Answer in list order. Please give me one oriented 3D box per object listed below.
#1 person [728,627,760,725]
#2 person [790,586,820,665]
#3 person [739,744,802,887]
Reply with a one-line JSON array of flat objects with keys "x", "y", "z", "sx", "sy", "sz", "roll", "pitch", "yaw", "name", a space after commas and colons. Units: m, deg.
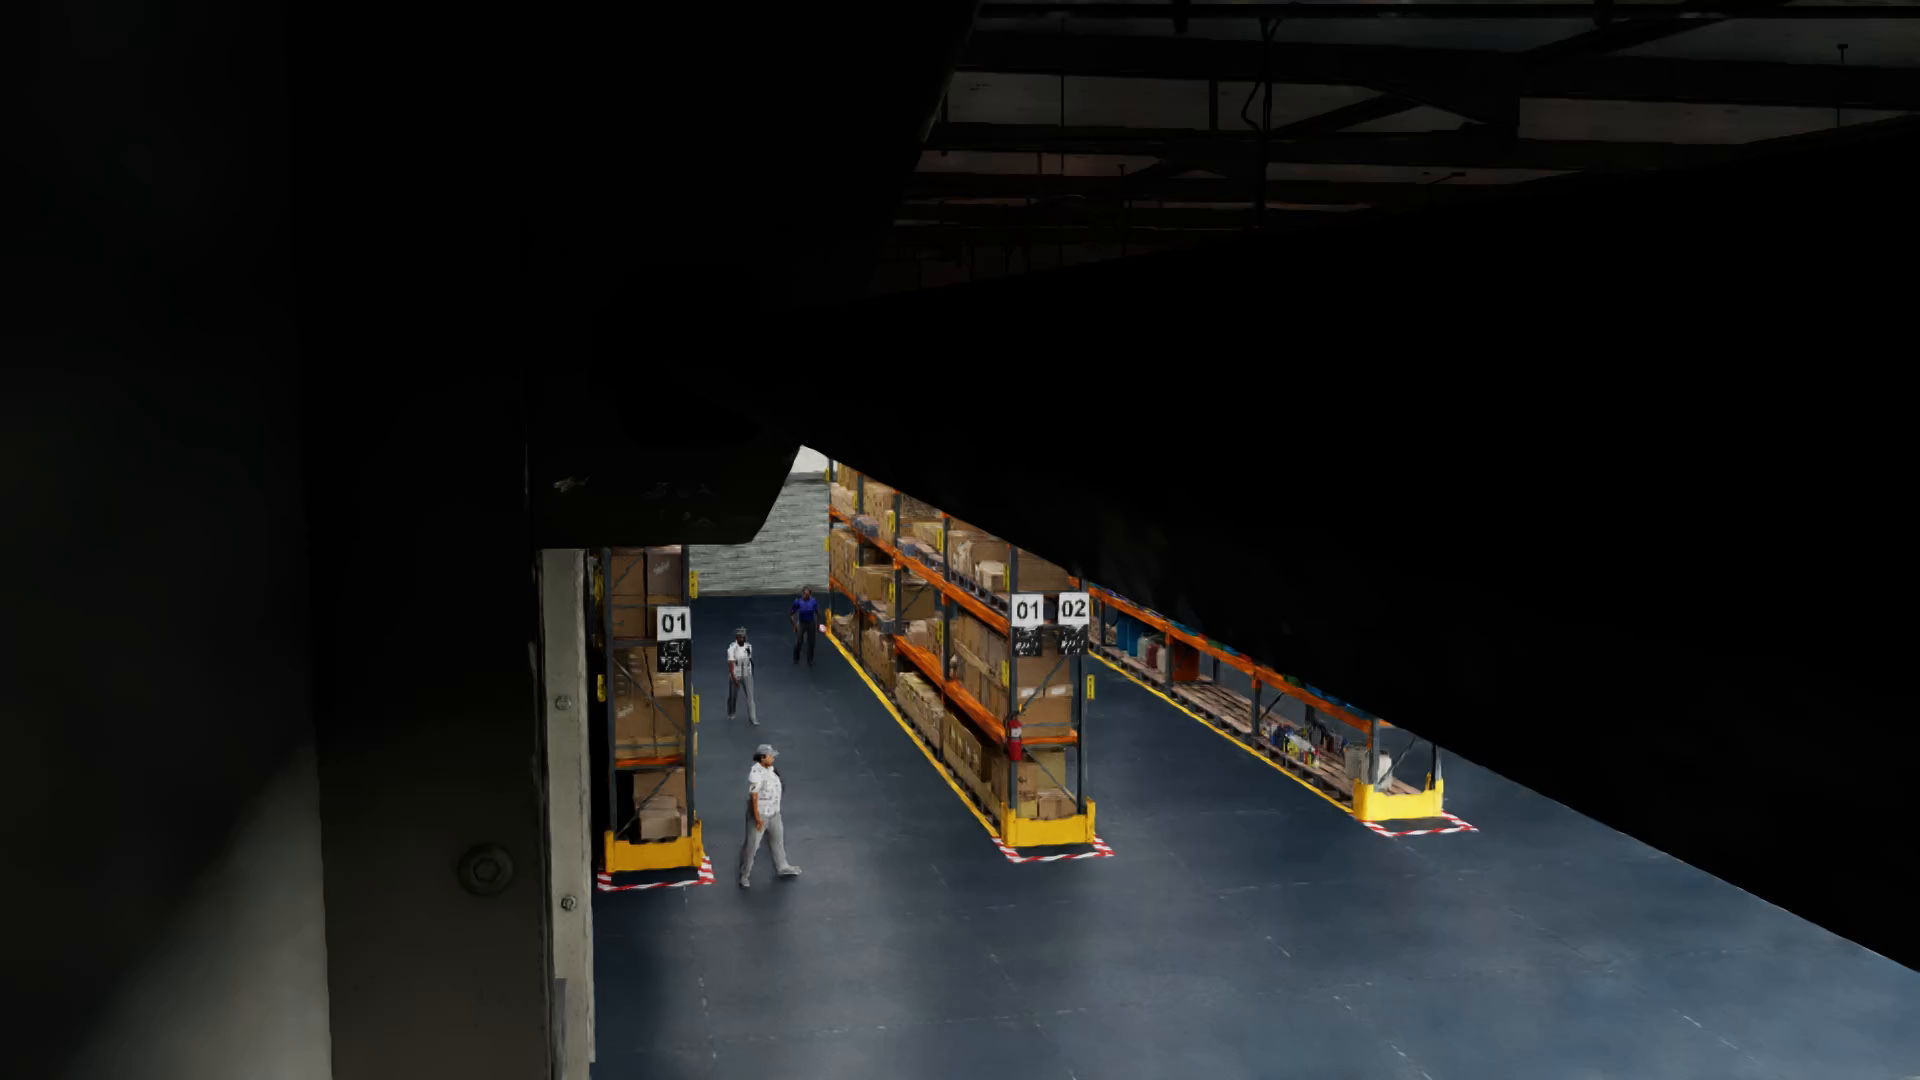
[{"x": -3.646, "y": 2.235, "z": 27.623, "sx": 0.443, "sy": 1.622, "sz": 0.996, "roll": -3, "pitch": 7, "yaw": -21, "name": "person"}, {"x": -3.032, "y": 1.679, "z": 32.586, "sx": 0.592, "sy": 1.604, "sz": 0.518, "roll": -2, "pitch": 7, "yaw": -14, "name": "person"}, {"x": -2.278, "y": 3.189, "z": 19.532, "sx": 0.564, "sy": 1.653, "sz": 0.731, "roll": 3, "pitch": 7, "yaw": 25, "name": "person"}]
